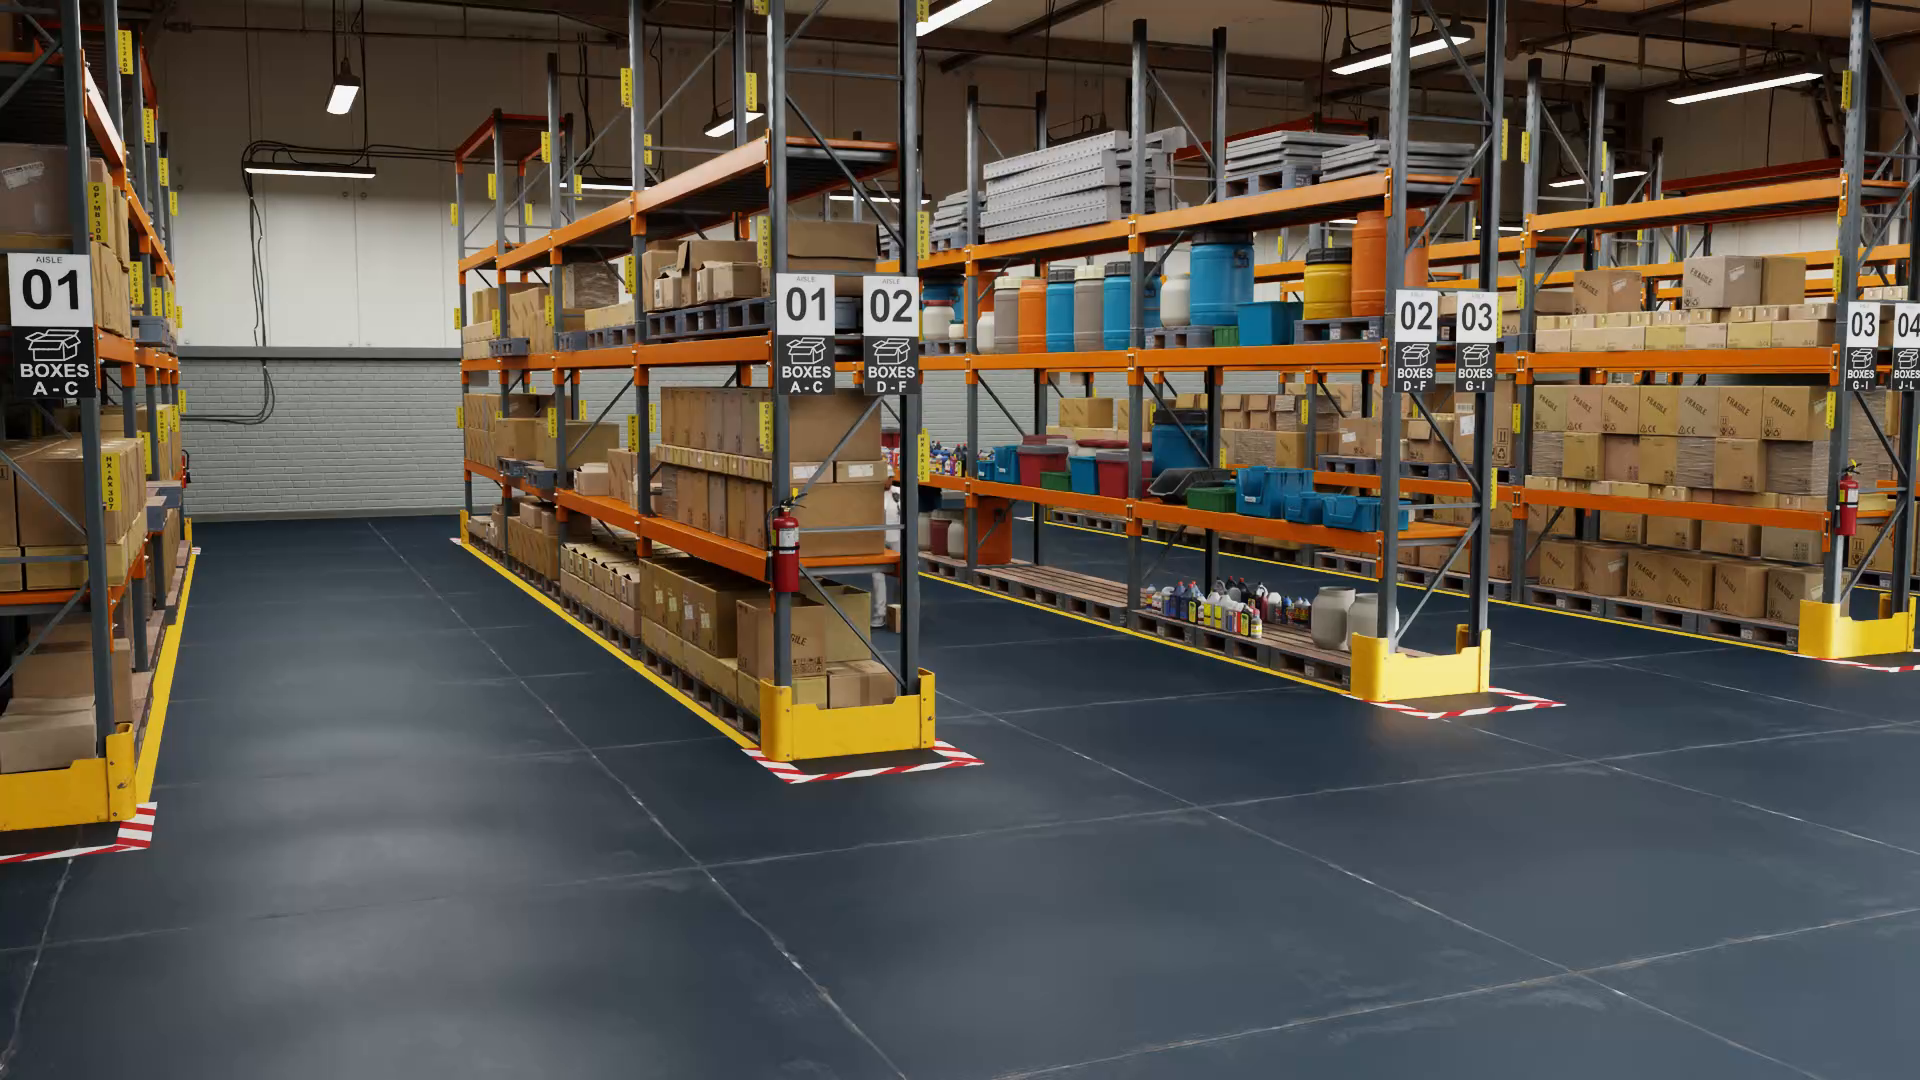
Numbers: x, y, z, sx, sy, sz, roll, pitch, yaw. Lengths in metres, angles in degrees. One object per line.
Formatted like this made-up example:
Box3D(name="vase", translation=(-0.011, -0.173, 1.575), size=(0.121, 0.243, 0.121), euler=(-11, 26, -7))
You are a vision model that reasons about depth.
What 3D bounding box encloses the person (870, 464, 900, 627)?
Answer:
Box3D(name="person", translation=(-0.767, 0.042, 17.002), size=(0.534, 1.650, 0.588), euler=(0, 6, 1))
